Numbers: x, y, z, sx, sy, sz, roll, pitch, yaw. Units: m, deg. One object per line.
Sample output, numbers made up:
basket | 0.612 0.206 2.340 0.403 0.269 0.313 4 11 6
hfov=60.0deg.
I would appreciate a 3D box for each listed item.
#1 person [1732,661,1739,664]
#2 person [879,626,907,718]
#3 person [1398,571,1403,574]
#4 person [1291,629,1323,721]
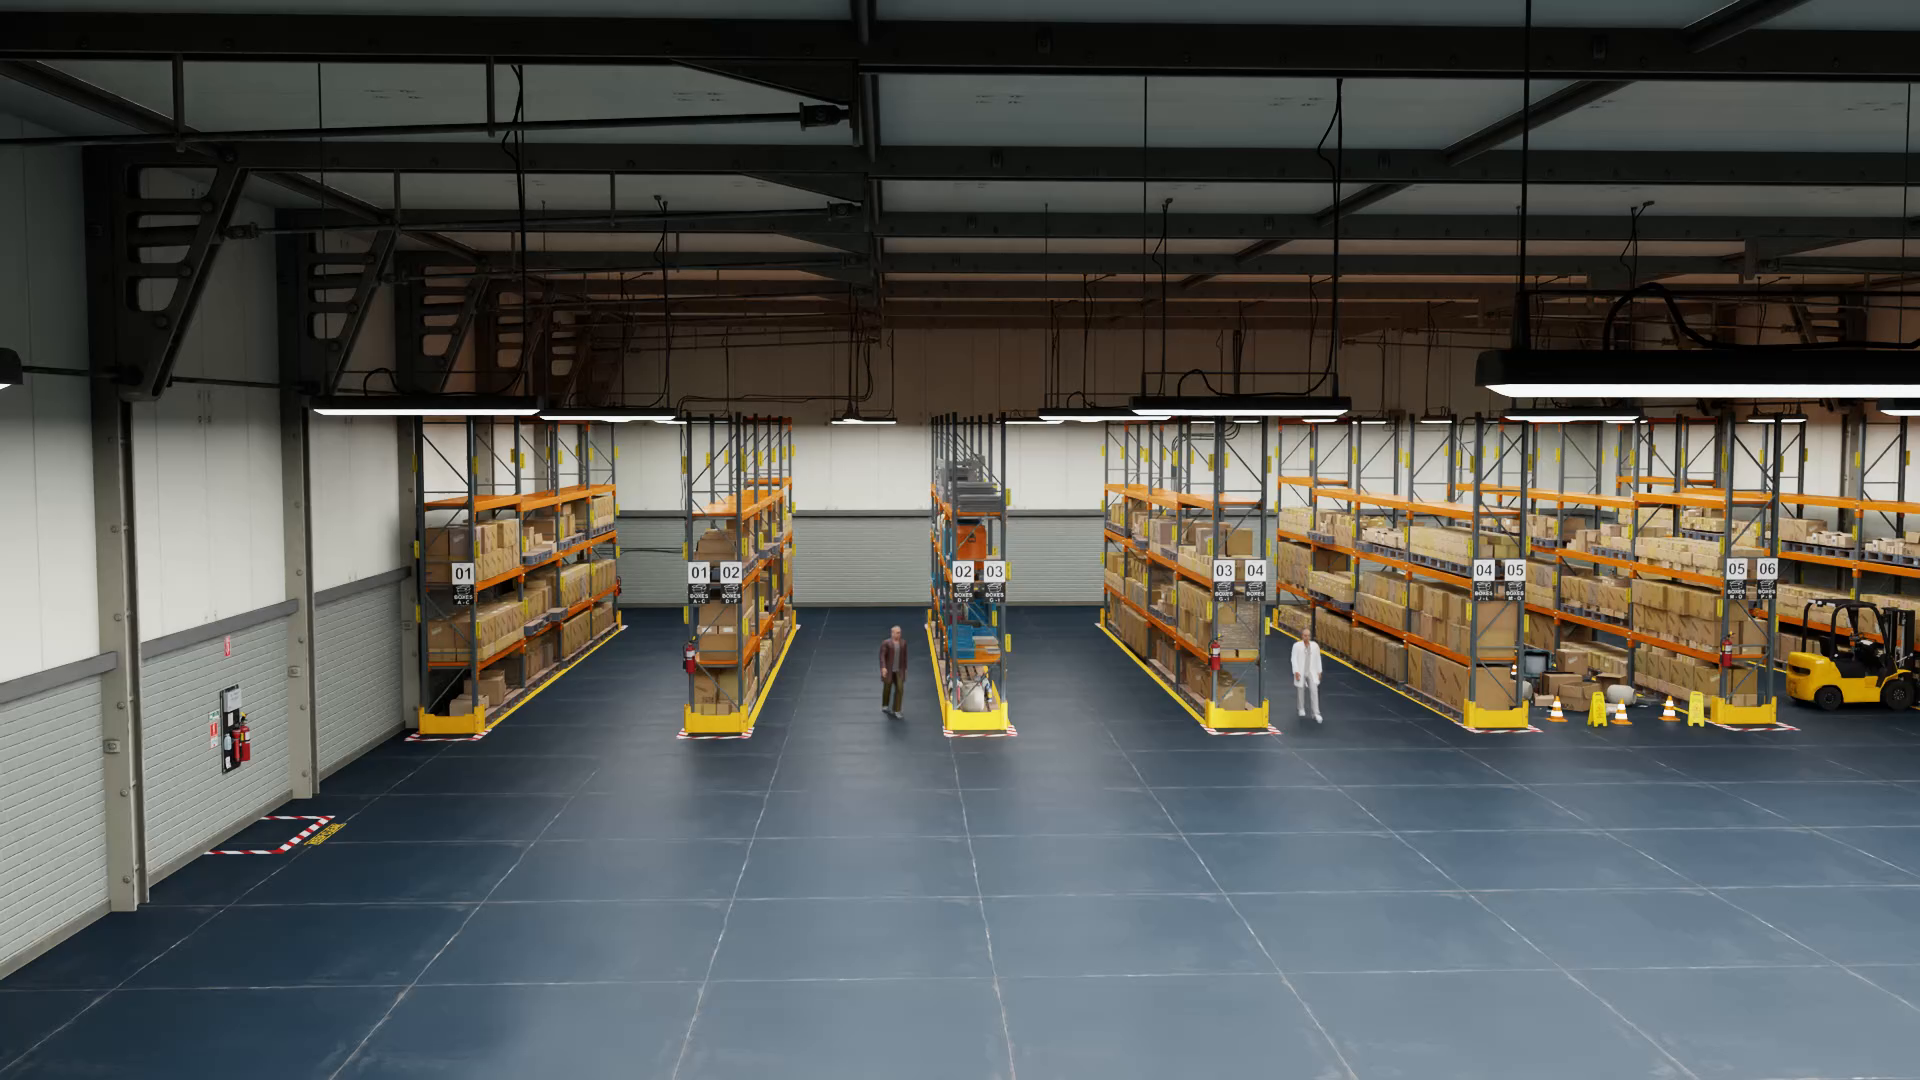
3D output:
person | 16.601 2.423 35.863 0.575 1.717 0.565 0 4 -4
person | -1.316 2.614 33.074 0.667 1.789 0.847 -2 4 -25
person | 11.979 1.747 45.256 0.586 1.782 0.429 -3 5 -33
person | 6.788 2.614 32.491 0.629 1.740 0.994 0 4 5
